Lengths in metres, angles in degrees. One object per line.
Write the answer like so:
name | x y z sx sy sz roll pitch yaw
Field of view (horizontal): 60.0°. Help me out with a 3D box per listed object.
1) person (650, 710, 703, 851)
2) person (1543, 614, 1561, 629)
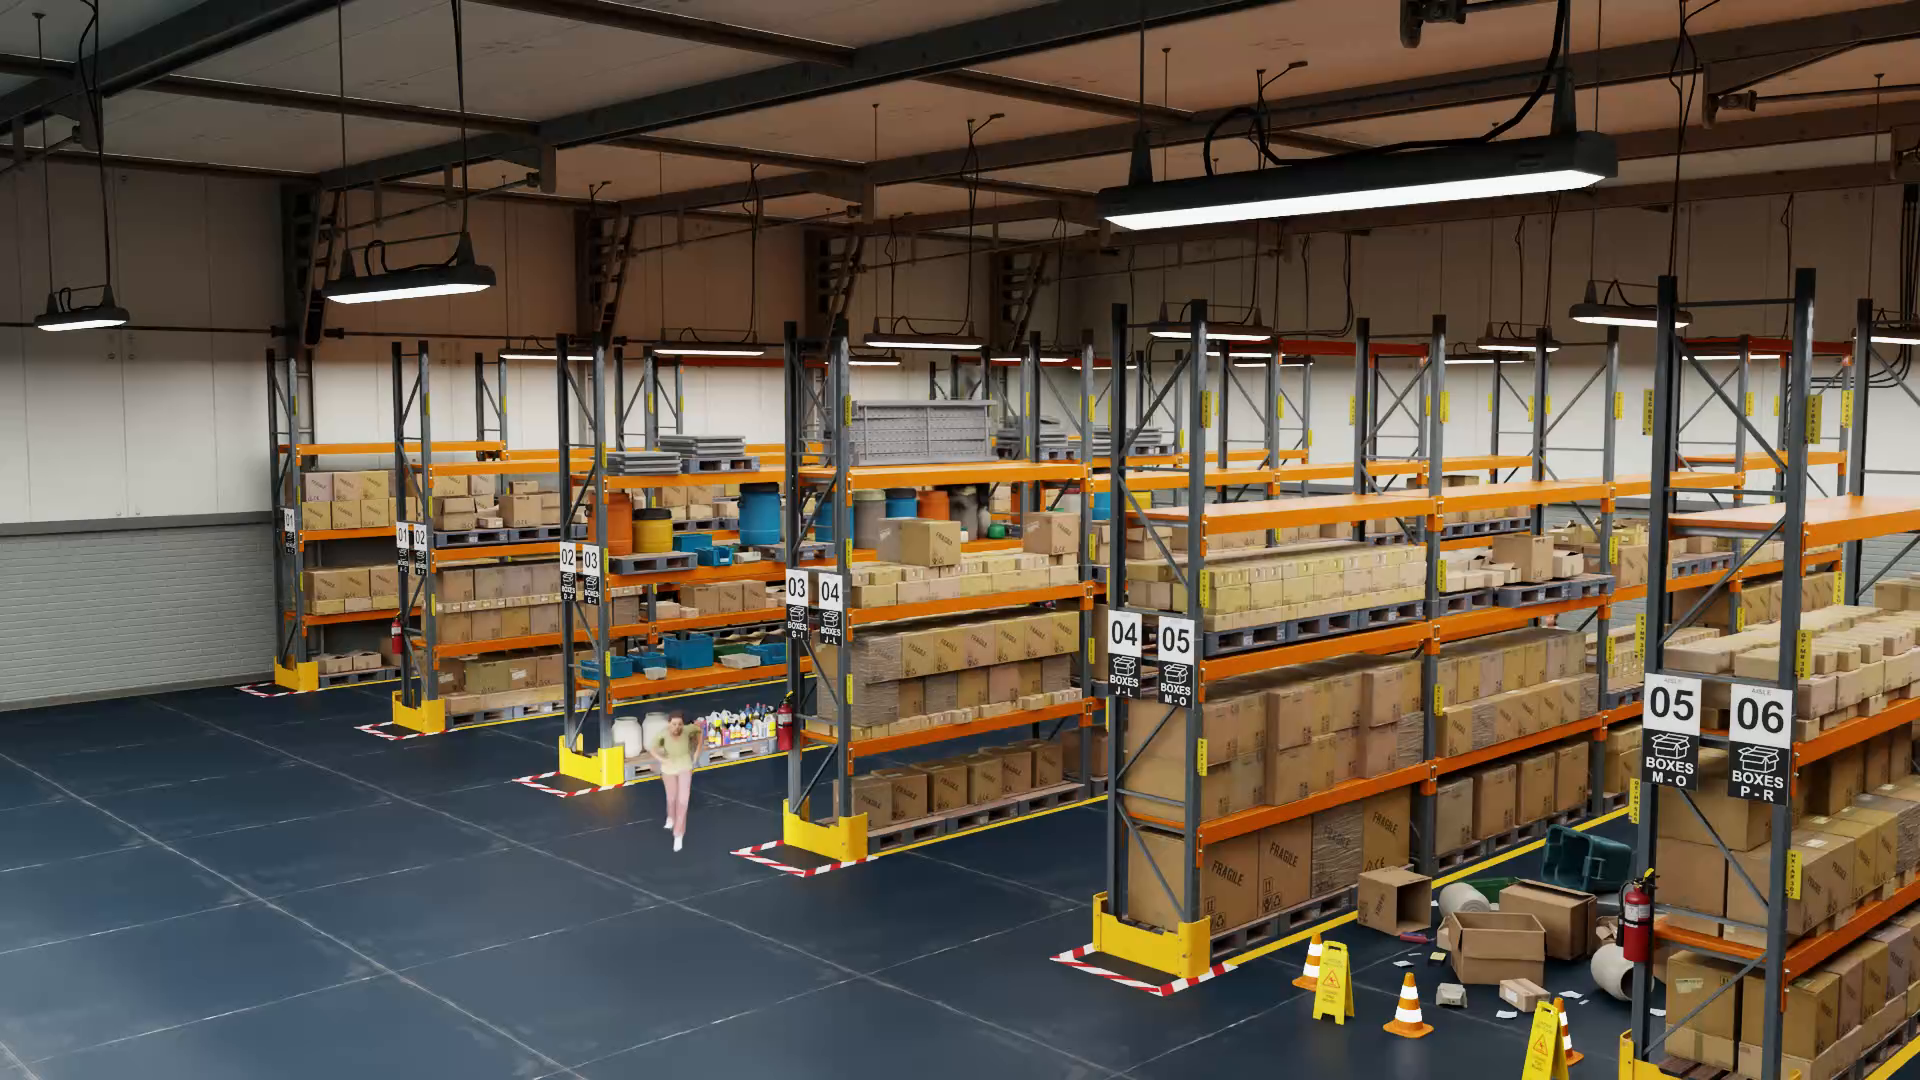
person | -3.303 2.722 19.340 0.617 1.627 0.963 -1 5 -15
person | 9.733 1.978 27.420 0.574 1.628 0.758 4 6 39
